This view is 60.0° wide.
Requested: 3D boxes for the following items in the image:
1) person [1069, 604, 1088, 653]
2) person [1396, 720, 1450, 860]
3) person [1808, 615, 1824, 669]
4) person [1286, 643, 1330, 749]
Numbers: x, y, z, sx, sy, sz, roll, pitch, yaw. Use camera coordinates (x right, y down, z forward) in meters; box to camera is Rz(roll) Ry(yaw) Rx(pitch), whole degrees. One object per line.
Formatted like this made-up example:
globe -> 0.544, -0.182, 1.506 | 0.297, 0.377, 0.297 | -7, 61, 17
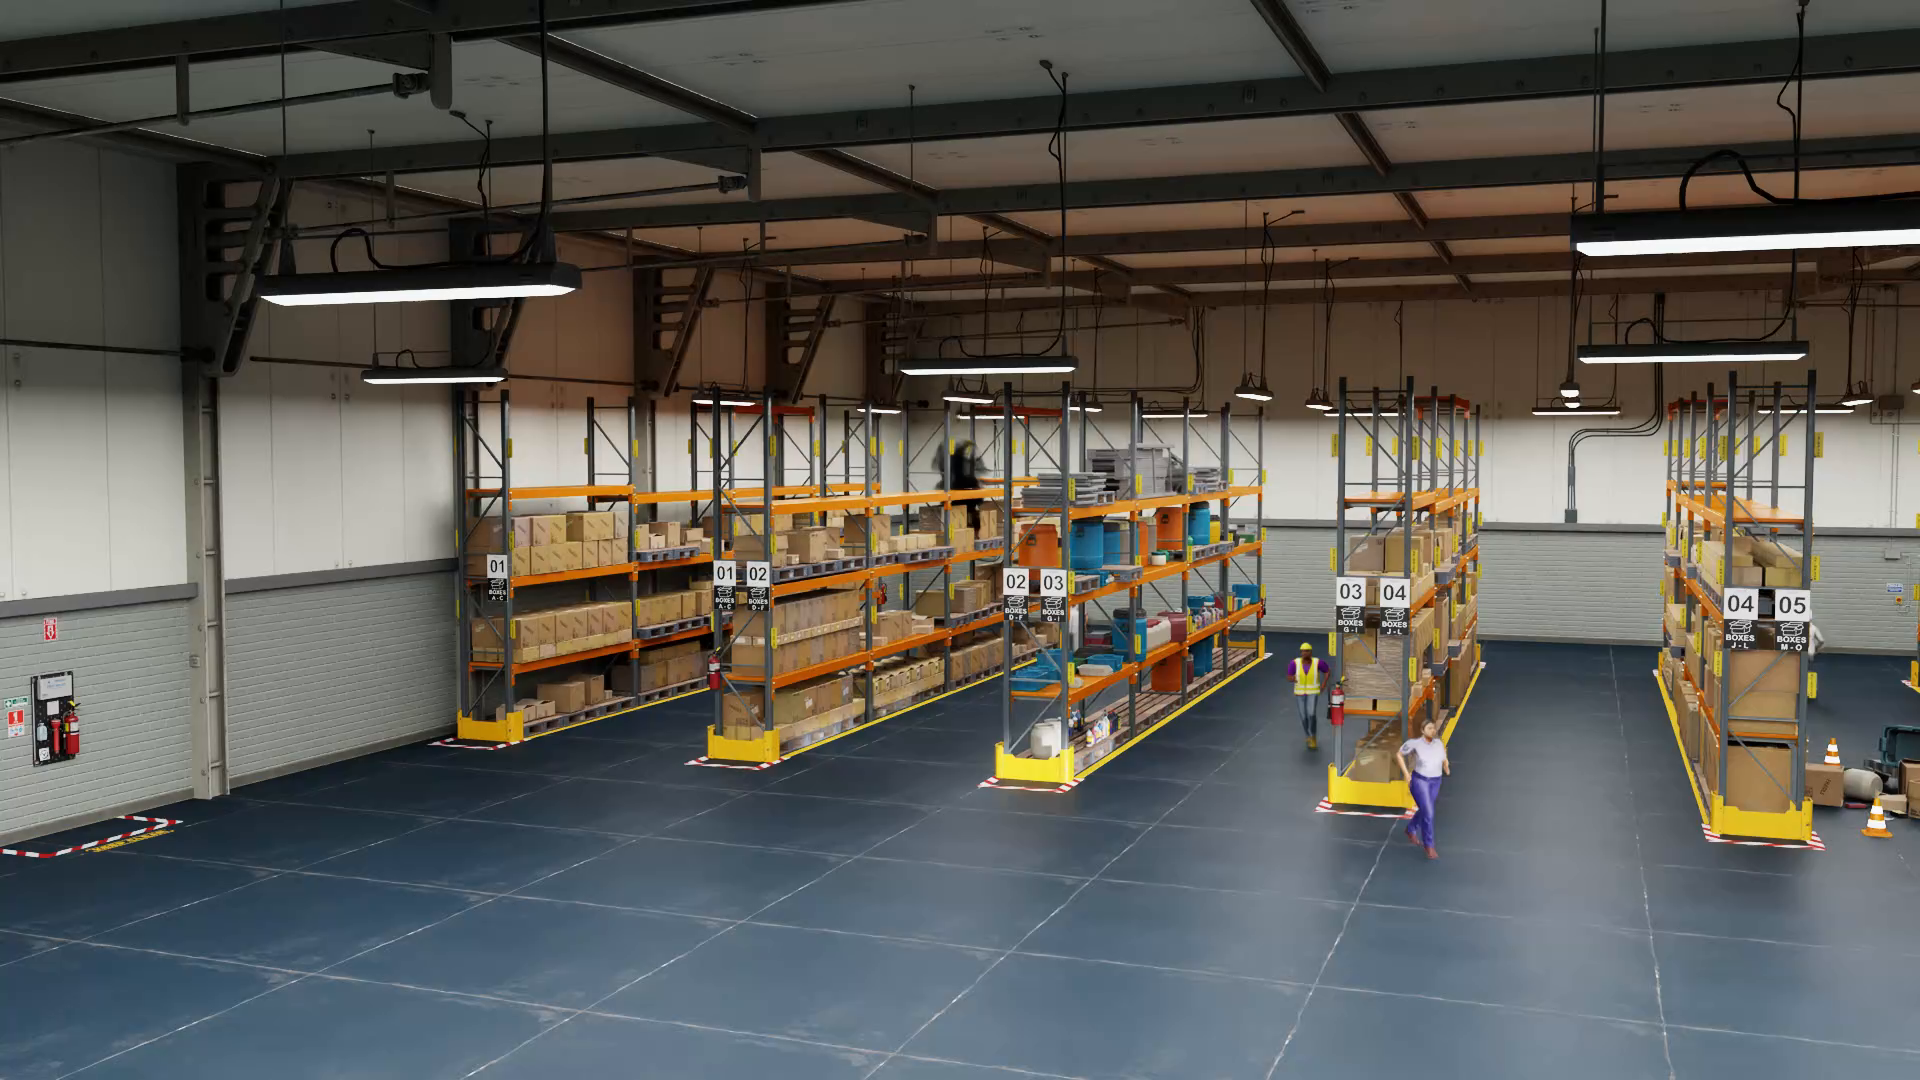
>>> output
person -> 2.347, 1.953, 34.634 | 0.589, 1.705, 0.820 | 1, 3, 13
person -> 5.760, 3.057, 20.611 | 0.603, 1.688, 0.792 | -1, 3, -23
person -> 17.026, 2.288, 33.548 | 0.668, 1.737, 0.794 | 1, 3, 11
person -> 5.806, 2.599, 27.837 | 0.680, 1.768, 0.751 | 1, 3, 24
